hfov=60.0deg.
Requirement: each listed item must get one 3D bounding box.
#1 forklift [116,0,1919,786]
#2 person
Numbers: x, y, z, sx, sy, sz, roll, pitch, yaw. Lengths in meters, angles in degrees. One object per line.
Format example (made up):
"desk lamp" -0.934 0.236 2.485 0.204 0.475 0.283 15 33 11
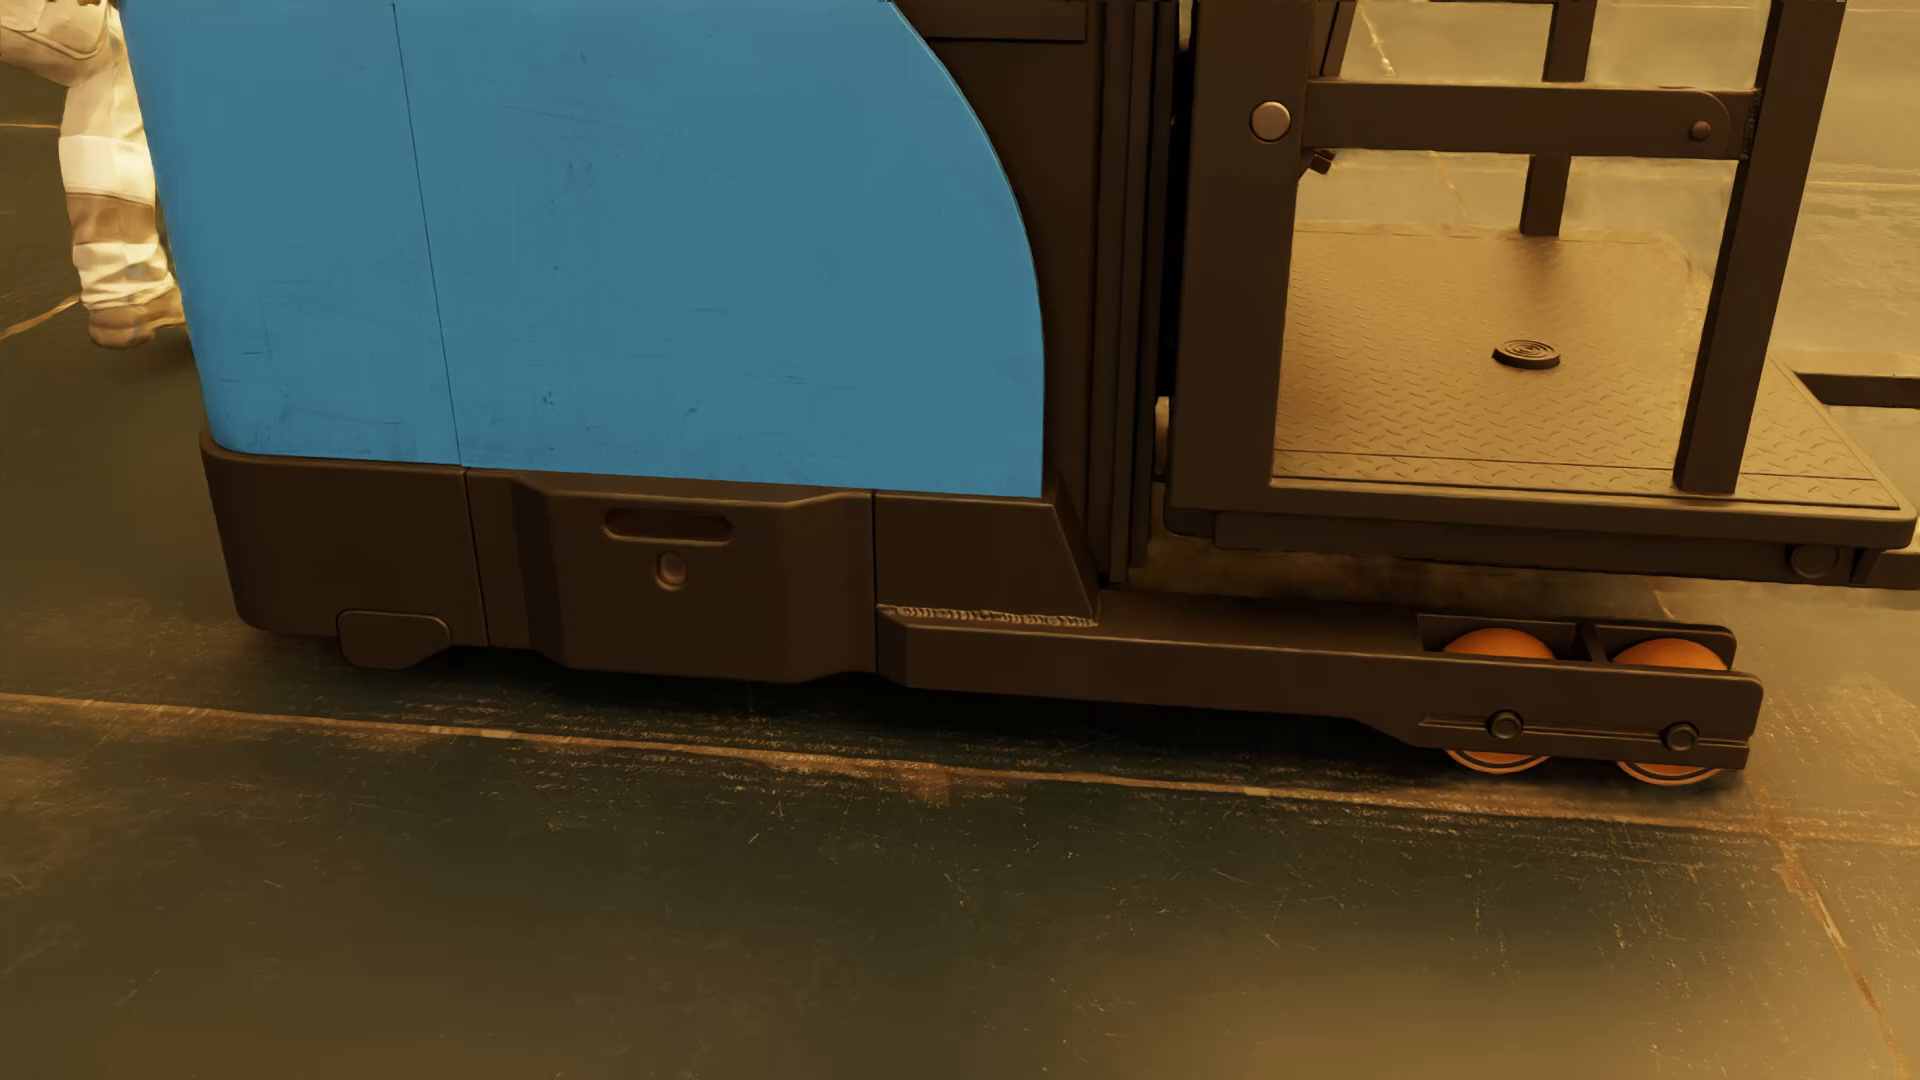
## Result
"forklift" 0.608 -1.280 1.782 3.031 2.935 1.130 3 27 7
"person" -1.916 -1.021 2.707 0.995 1.608 0.706 4 27 8
